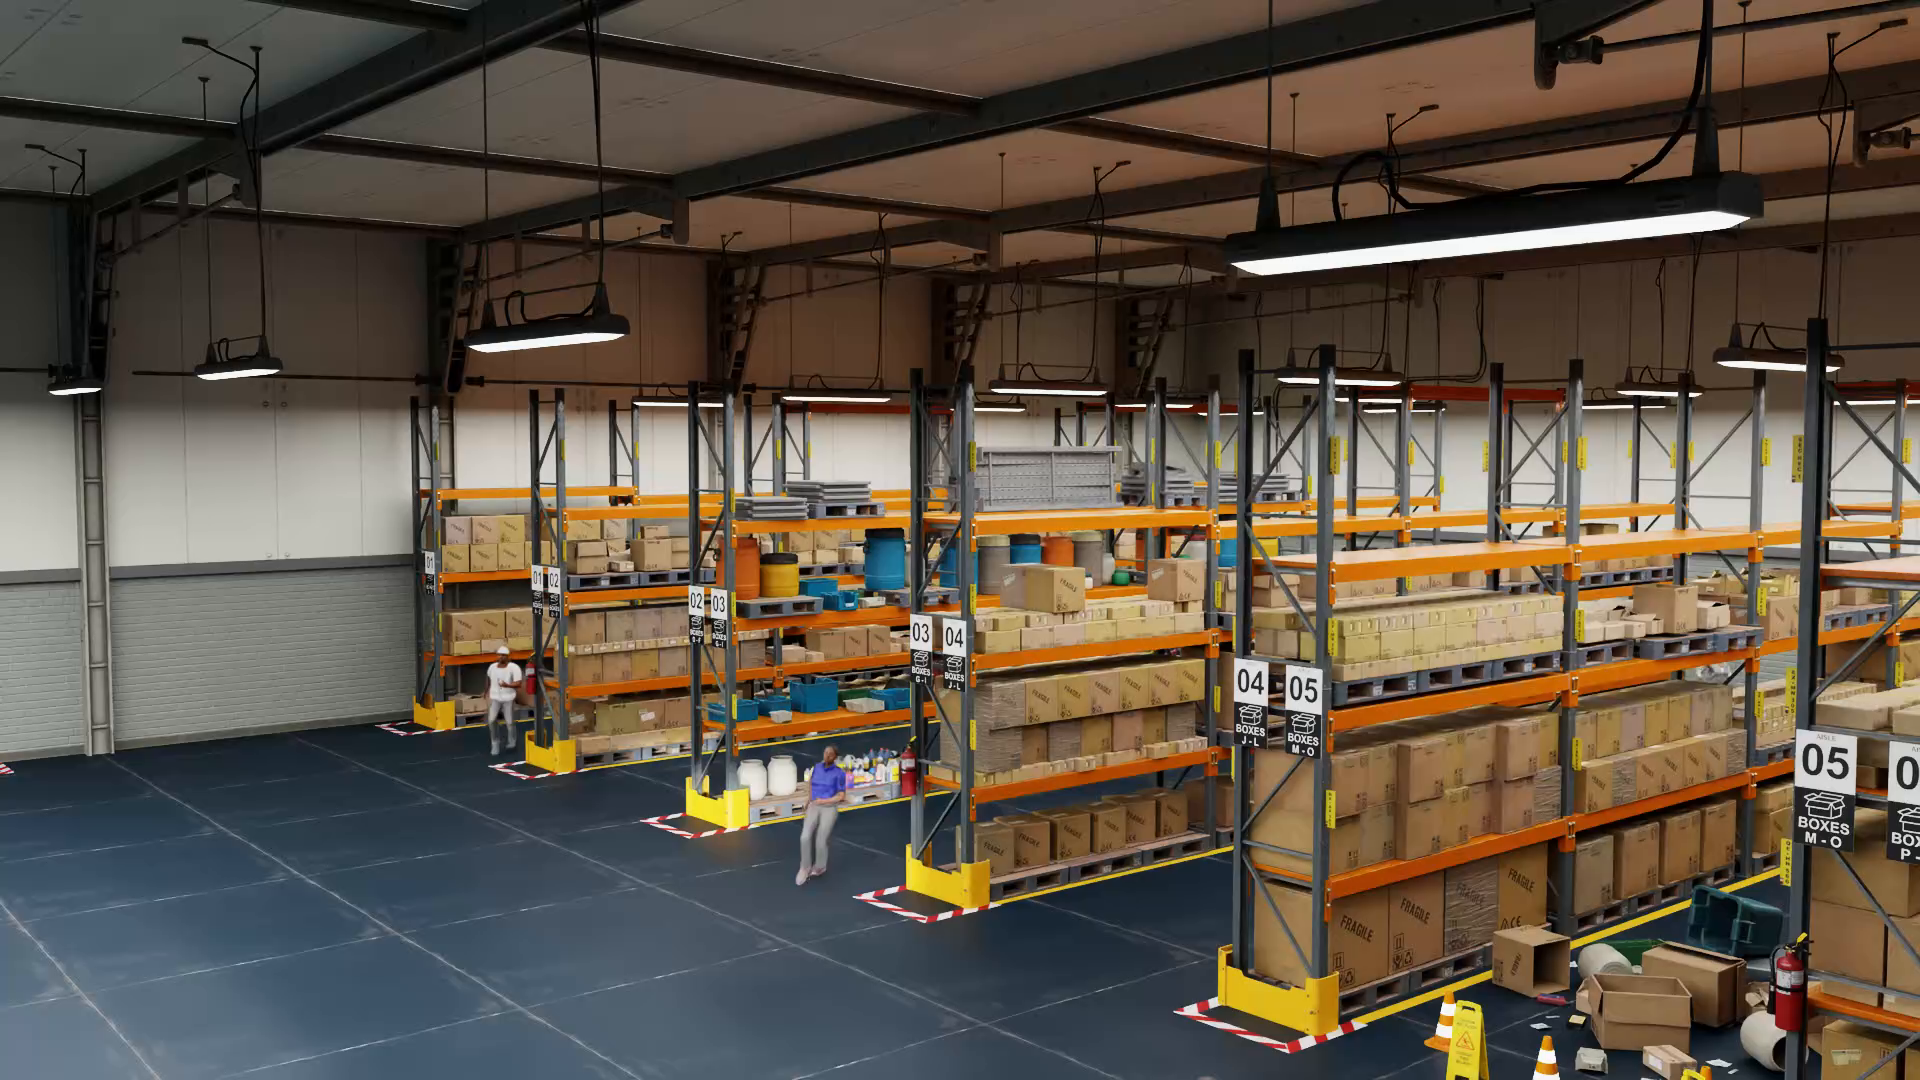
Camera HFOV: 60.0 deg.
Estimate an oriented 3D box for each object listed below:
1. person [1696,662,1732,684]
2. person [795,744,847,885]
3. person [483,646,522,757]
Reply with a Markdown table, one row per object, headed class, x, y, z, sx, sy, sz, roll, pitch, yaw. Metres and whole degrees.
| class | x | y | z | sx | sy | sz | roll | pitch | yaw |
| --- | --- | --- | --- | --- | --- | --- | --- | --- | --- |
| person | 13.204 | 2.663 | 29.051 | 0.568 | 1.610 | 0.827 | -1 | 3 | -9 |
| person | -1.603 | 3.195 | 19.462 | 0.571 | 1.614 | 0.665 | 1 | 4 | 17 |
| person | -7.570 | 2.665 | 27.511 | 0.677 | 1.817 | 0.756 | 0 | 3 | 1 |
